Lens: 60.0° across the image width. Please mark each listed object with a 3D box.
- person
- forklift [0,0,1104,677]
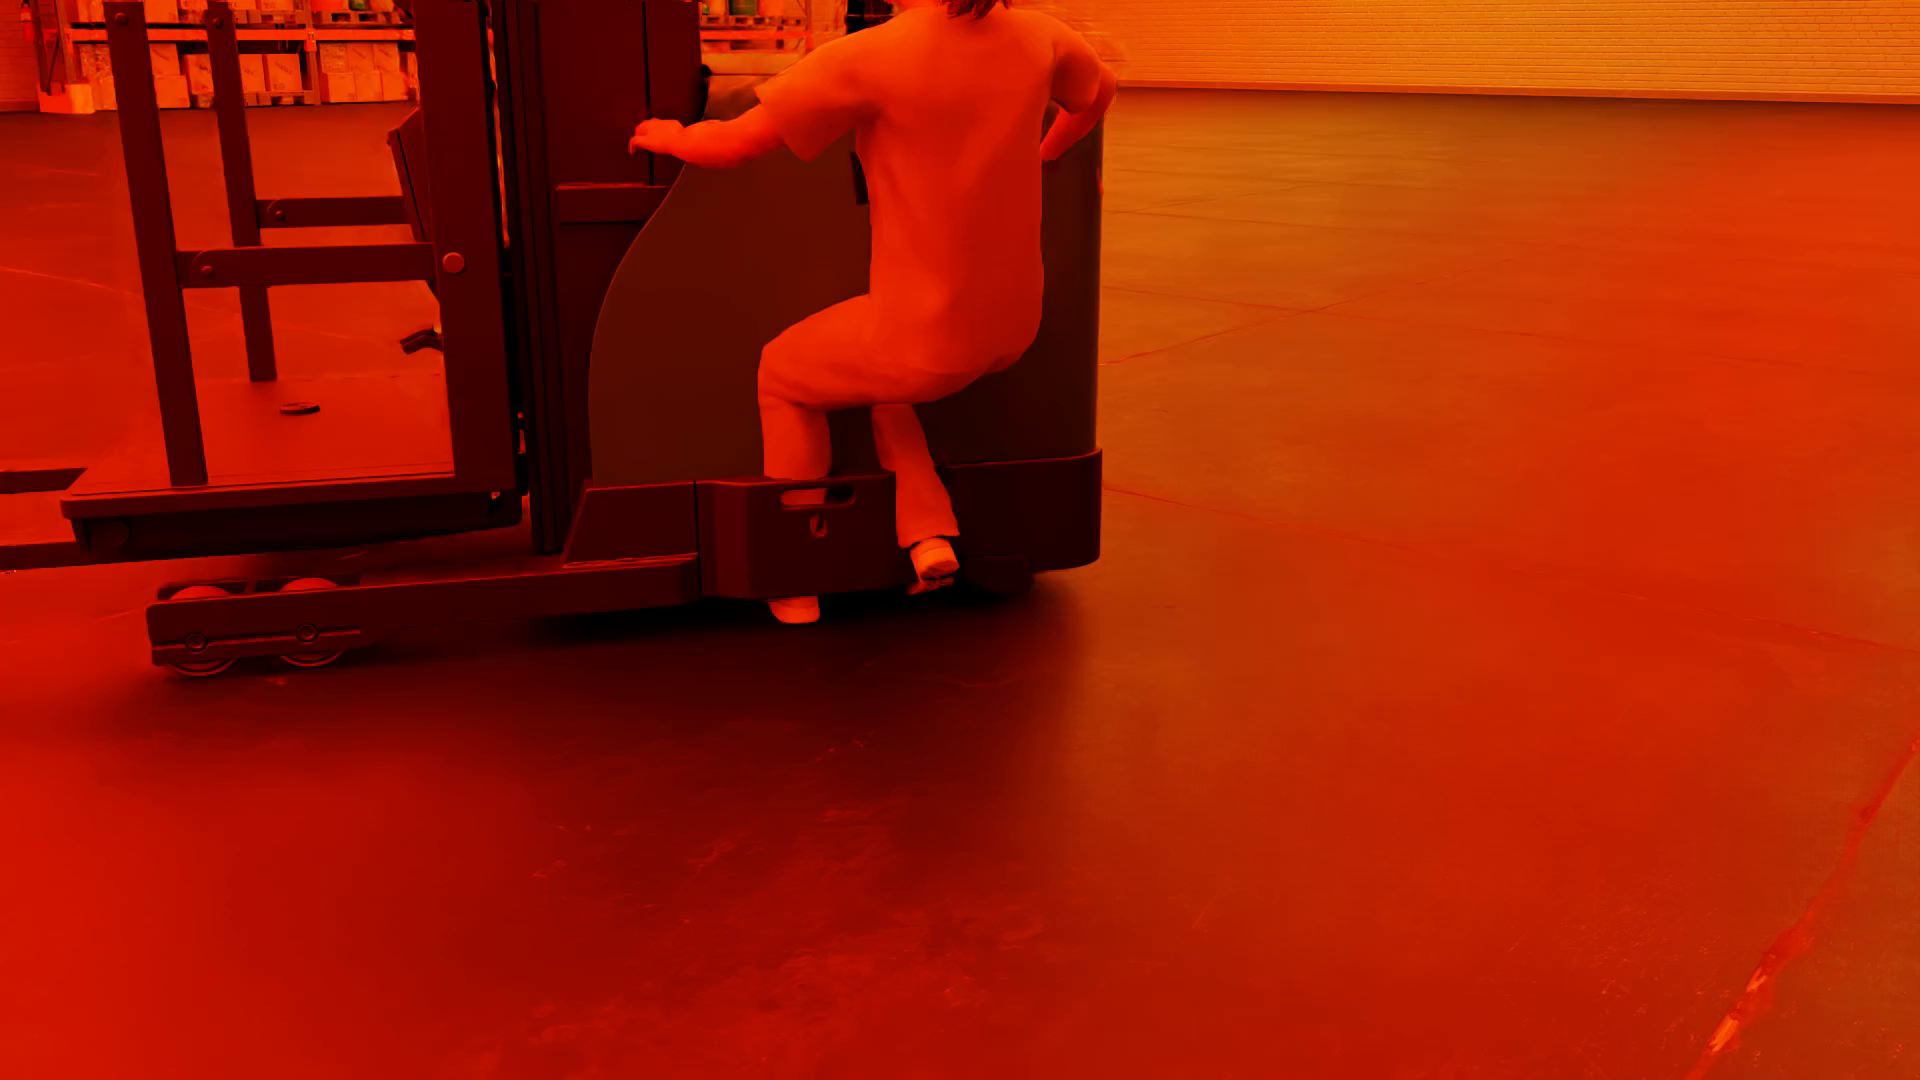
[{"bbox_3d":[-0.168,-0.503,3.133,0.836,1.428,0.858,16,23,42],"label":"person"},{"bbox_3d":[-1.273,-1.317,3.236,3.031,2.935,1.130,-4,17,-14],"label":"forklift"}]
